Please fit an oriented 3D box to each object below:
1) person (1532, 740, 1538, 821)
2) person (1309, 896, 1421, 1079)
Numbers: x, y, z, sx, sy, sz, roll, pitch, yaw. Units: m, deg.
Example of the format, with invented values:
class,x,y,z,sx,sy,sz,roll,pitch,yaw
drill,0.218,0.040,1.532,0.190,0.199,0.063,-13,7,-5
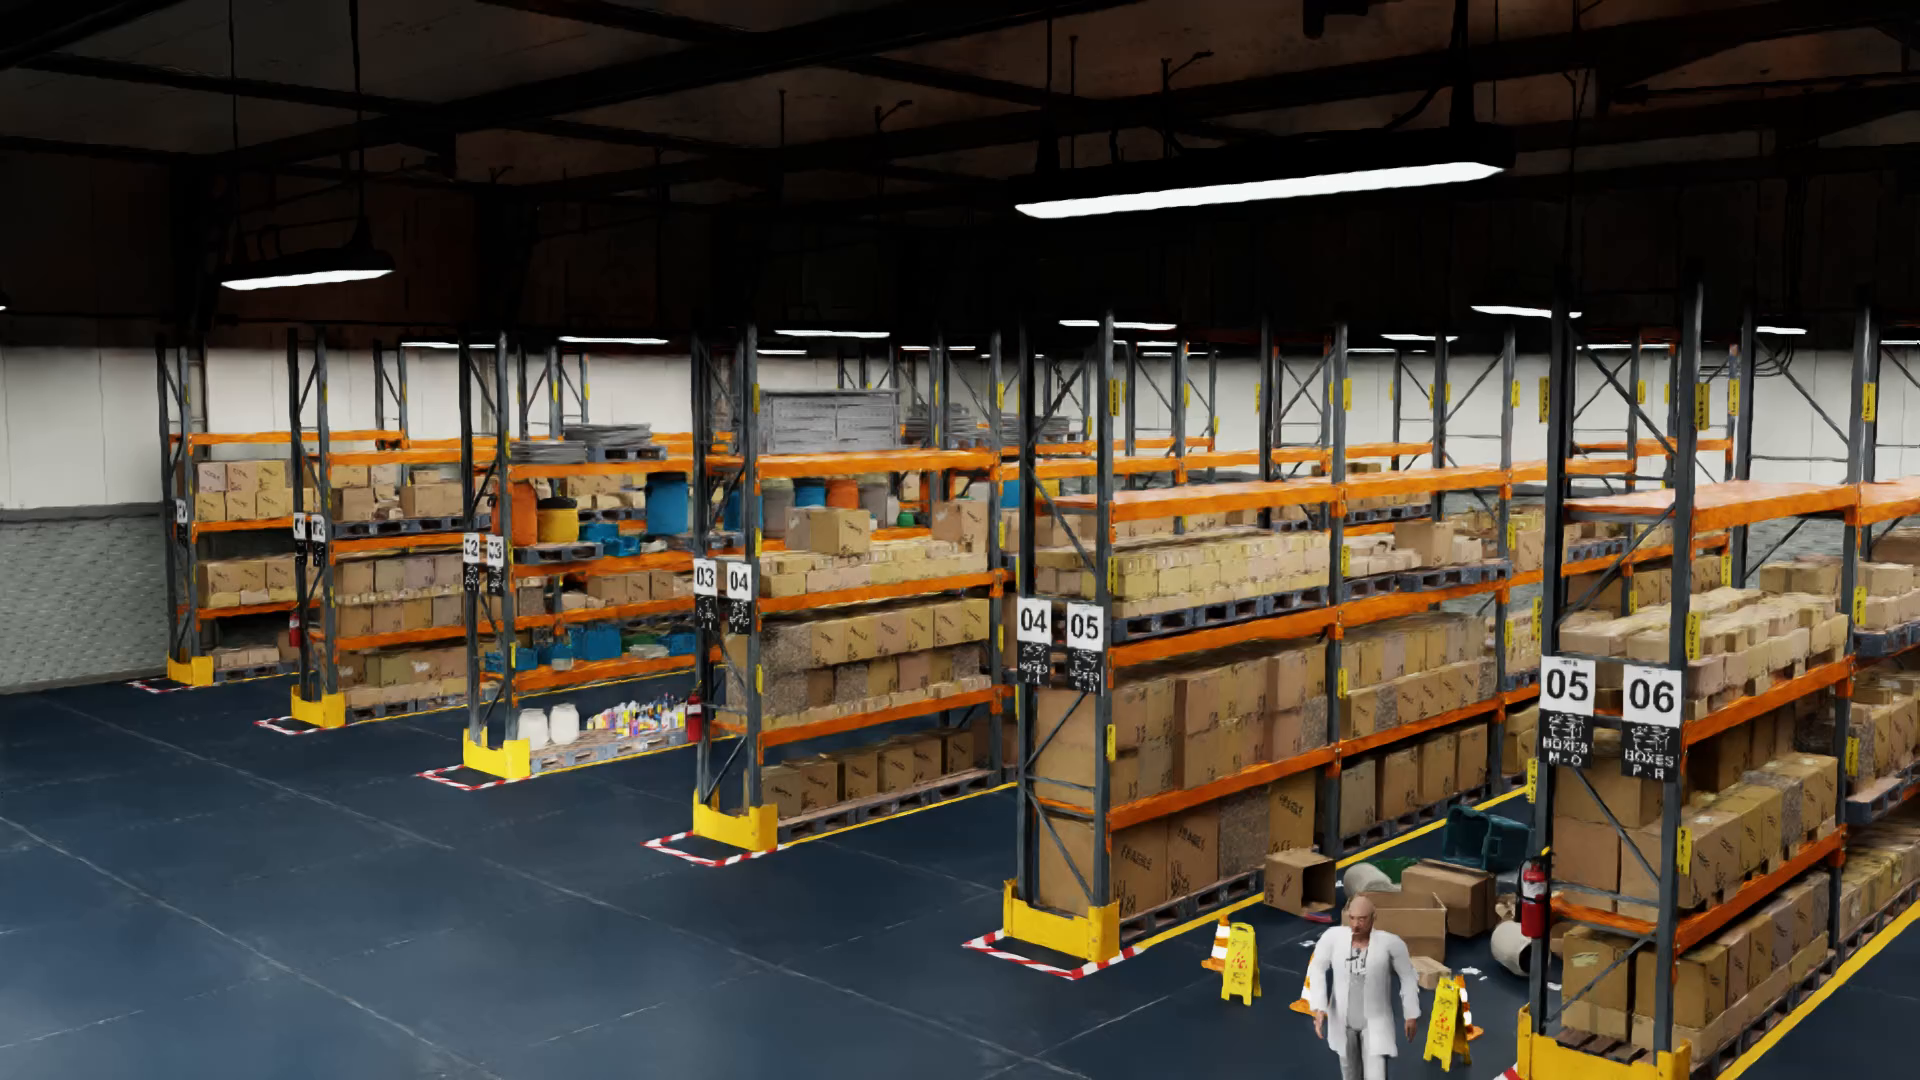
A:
class,x,y,z,sx,sy,sz,roll,pitch,yaw
person,6.981,2.488,19.580,0.440,1.666,0.552,1,6,15
person,2.753,3.262,11.312,0.724,1.680,0.829,3,6,29
